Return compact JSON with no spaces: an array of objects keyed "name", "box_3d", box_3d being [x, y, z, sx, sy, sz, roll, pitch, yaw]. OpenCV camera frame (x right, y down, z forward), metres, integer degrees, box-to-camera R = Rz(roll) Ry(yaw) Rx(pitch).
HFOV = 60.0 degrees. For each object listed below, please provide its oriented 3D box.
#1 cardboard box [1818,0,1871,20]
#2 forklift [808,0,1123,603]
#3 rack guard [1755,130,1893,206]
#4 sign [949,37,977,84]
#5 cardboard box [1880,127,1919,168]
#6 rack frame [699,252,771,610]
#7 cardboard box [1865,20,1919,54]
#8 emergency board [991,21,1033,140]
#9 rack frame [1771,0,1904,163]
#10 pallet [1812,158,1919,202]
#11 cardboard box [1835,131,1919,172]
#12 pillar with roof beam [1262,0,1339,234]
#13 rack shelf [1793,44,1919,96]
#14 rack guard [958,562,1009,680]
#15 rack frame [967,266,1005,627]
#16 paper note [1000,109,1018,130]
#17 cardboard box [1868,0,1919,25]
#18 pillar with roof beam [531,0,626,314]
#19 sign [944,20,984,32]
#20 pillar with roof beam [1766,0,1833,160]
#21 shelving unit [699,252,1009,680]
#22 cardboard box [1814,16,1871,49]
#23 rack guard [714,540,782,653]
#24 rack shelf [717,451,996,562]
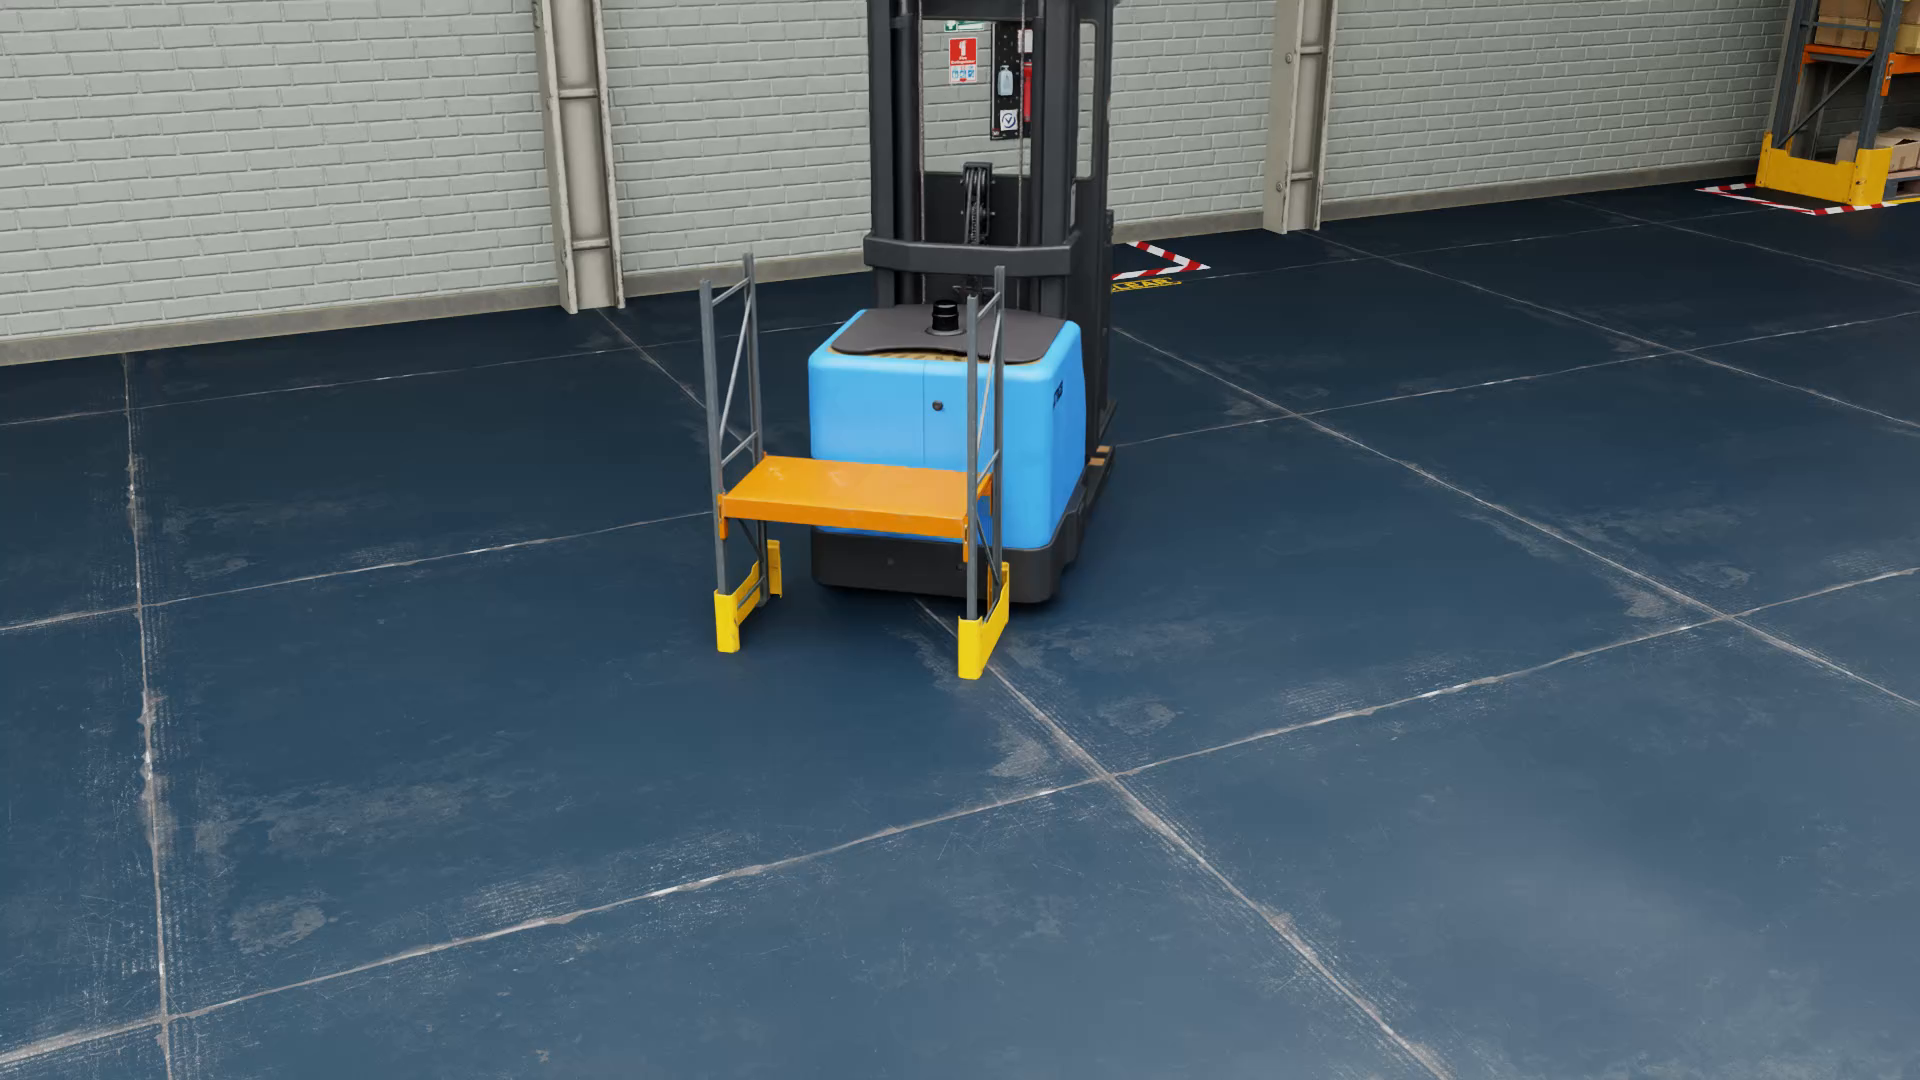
[{"name":"cardboard box","box_3d":[8.293,-5.057,15.233,0.500,0.500,0.500,-11,25,-24]},{"name":"forklift","box_3d":[0.184,-1.625,7.843,1.130,2.935,3.031,5,23,12]},{"name":"rack guard","box_3d":[8.029,-3.476,15.494,0.348,0.500,1.175,-10,25,-24]},{"name":"sign","box_3d":[0.024,-3.601,12.481,0.234,0.329,0.001,-10,25,-24]},{"name":"cardboard box","box_3d":[9.137,-3.758,15.847,0.500,0.311,0.500,-8,24,-19]},{"name":"rack frame","box_3d":[-0.889,-0.353,6.640,0.032,1.500,0.500,5,23,13]},{"name":"cardboard box","box_3d":[8.538,-4.530,14.942,0.500,0.250,0.500,-11,25,-25]},{"name":"emergency board","box_3d":[0.567,-3.641,12.624,0.643,1.169,0.194,-10,25,-24]},{"name":"rack frame","box_3d":[7.961,-4.619,14.986,0.127,3.000,1.000,-10,25,-24]},{"name":"pallet","box_3d":[8.777,-3.465,15.846,1.213,0.211,1.003,-10,25,-24]},{"name":"cardboard box","box_3d":[8.623,-3.663,15.618,0.500,0.311,0.500,-14,26,-30]},{"name":"pillar with roof beam","box_3d":[4.677,-5.326,8.851,0.400,9.000,9.100,-10,25,-24]},{"name":"rack shelf","box_3d":[9.763,-4.618,15.925,4.000,0.370,1.077,-10,25,-24]},{"name":"rack guard","box_3d":[0.098,0.315,6.659,0.087,0.250,0.587,5,23,13]},{"name":"rack frame","box_3d":[0.099,-0.261,6.419,0.032,1.500,0.500,5,23,13]},{"name":"paper note","box_3d":[0.377,-3.228,12.779,0.142,0.148,0.016,-10,25,-24]},{"name":"cardboard box","box_3d":[8.521,-4.881,14.808,0.500,0.500,0.500,-10,25,-24]},{"name":"pillar with roof beam","box_3d":[-0.729,-4.331,6.446,0.400,9.000,9.100,-10,25,-24]},{"name":"sign","box_3d":[0.032,-3.844,12.374,0.331,0.109,0.001,-10,25,-24]},{"name":"pillar with roof beam","box_3d":[10.084,-6.321,11.255,0.400,9.000,9.100,-10,25,-24]},{"name":"shelving unit","box_3d":[-0.386,-0.307,6.527,1.083,1.500,0.587,5,23,13]},{"name":"cardboard box","box_3d":[8.298,-4.703,15.359,0.500,0.250,0.500,-10,25,-23]},{"name":"rack guard","box_3d":[-0.870,0.225,6.877,0.087,0.250,0.587,5,23,13]},{"name":"rack shelf","box_3d":[-0.395,-0.141,6.599,1.000,0.185,0.538,5,23,13]}]
